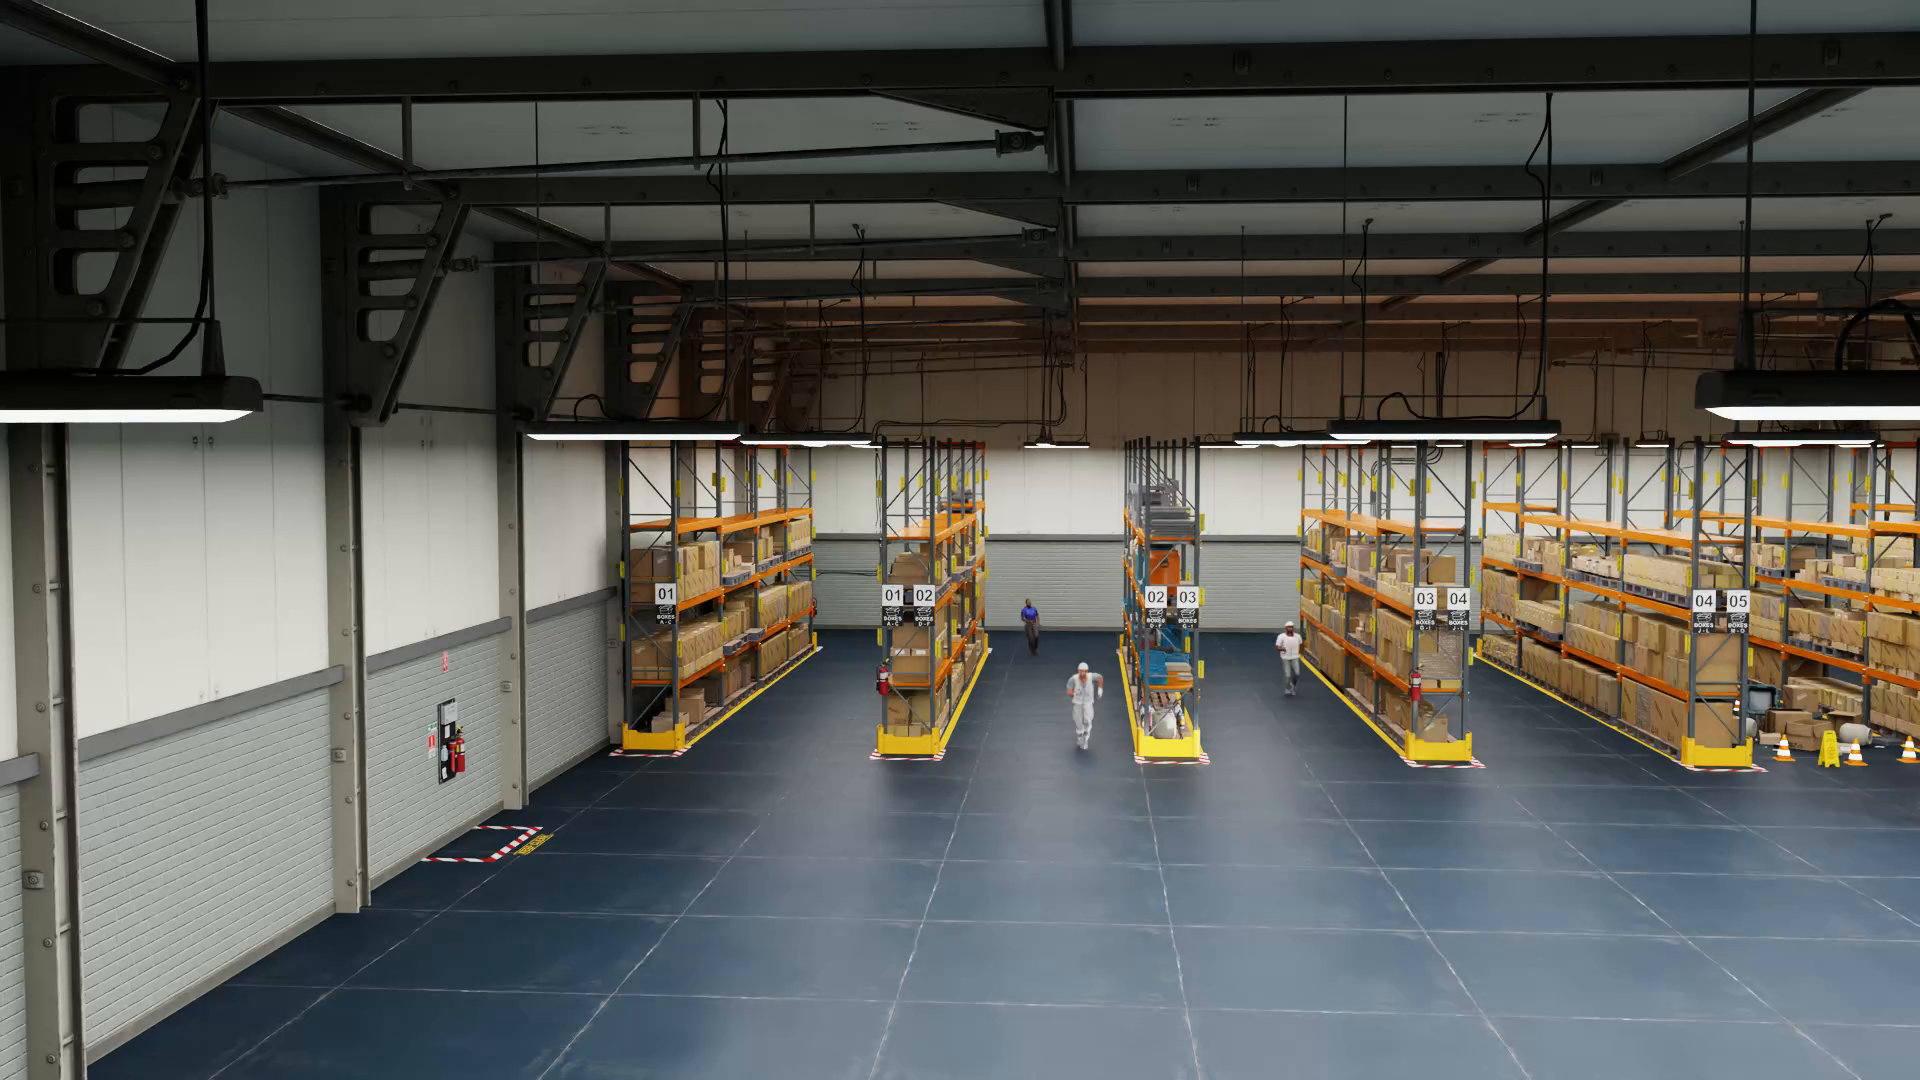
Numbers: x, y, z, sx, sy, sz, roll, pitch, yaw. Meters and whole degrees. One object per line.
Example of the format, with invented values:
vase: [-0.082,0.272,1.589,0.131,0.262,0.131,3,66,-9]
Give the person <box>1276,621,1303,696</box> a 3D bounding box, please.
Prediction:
person: [7.703,2.776,38.749,0.669,1.754,0.627,0,3,0]

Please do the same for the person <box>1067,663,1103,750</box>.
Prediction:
person: [2.386,3.166,31.828,0.698,1.708,0.924,0,3,2]

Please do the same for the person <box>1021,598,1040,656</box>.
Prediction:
person: [1.985,2.459,46.418,0.560,1.571,0.582,-1,3,-11]
